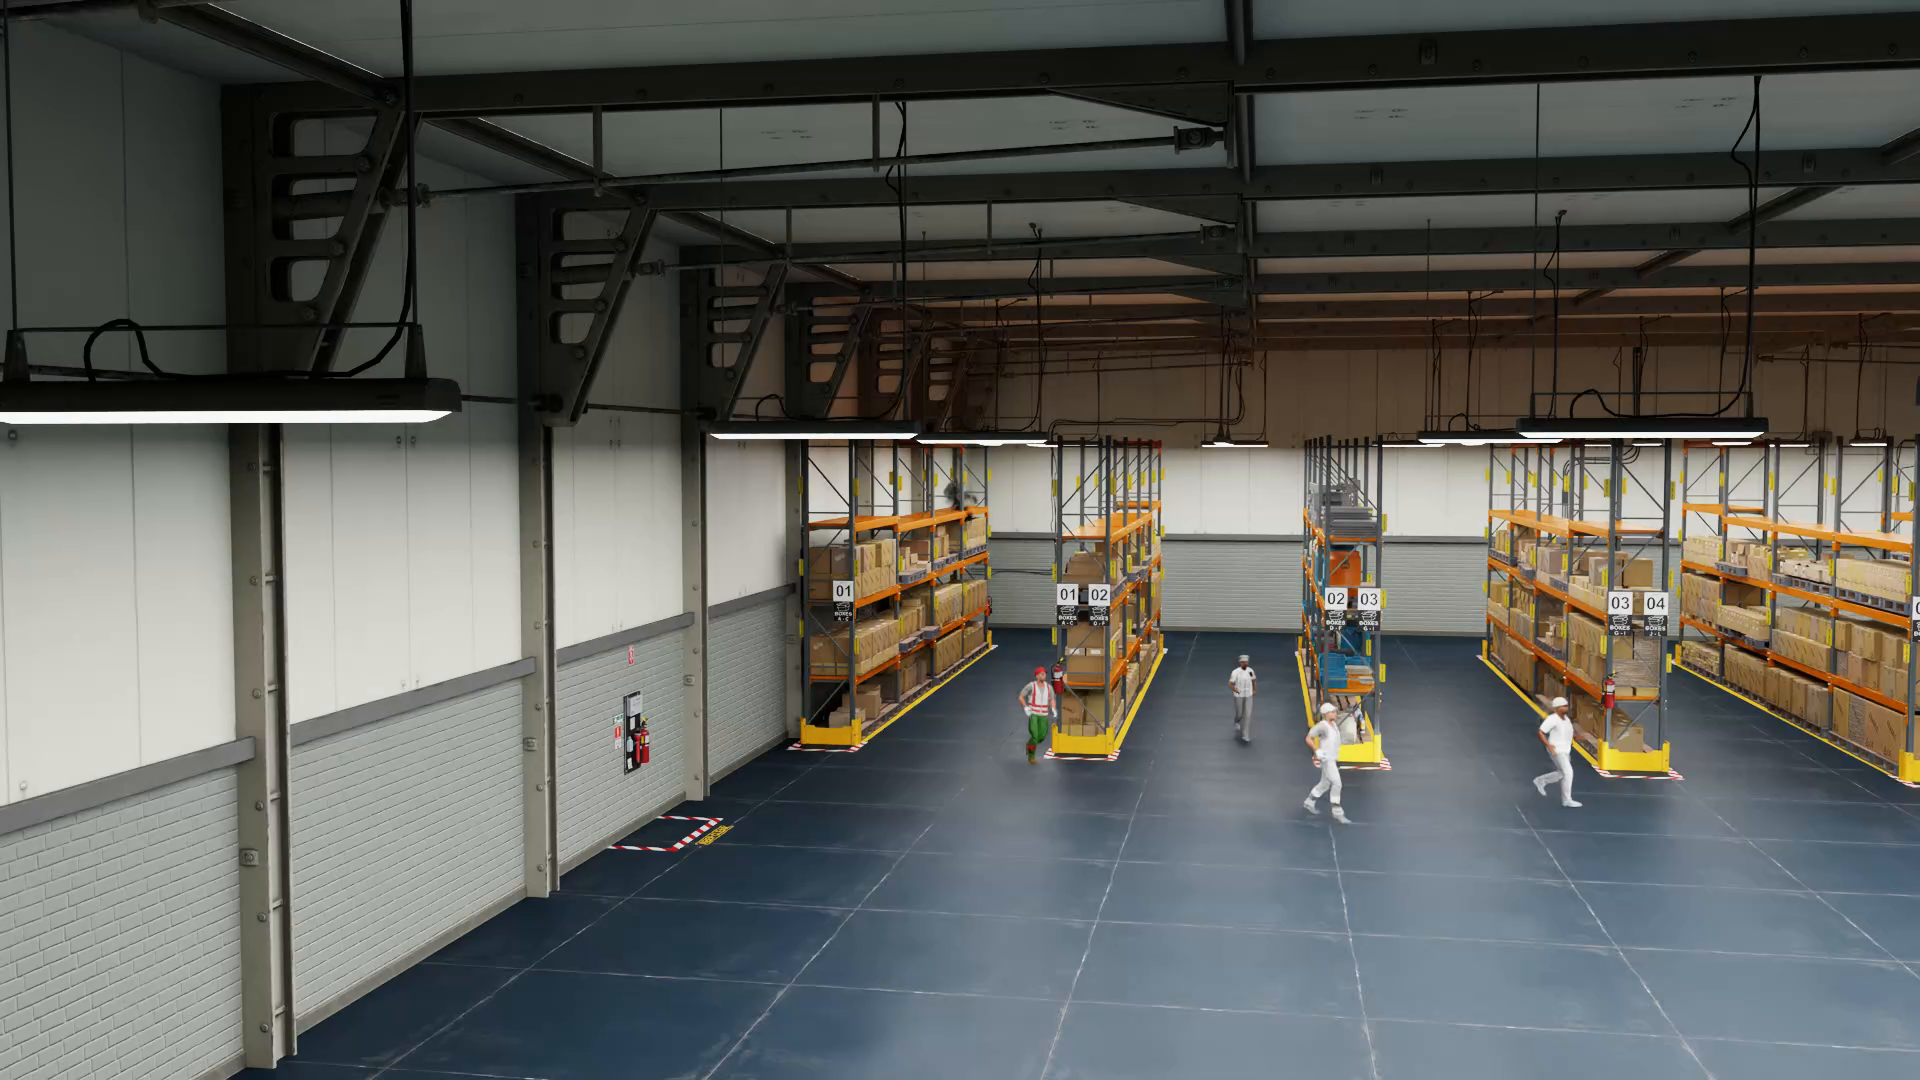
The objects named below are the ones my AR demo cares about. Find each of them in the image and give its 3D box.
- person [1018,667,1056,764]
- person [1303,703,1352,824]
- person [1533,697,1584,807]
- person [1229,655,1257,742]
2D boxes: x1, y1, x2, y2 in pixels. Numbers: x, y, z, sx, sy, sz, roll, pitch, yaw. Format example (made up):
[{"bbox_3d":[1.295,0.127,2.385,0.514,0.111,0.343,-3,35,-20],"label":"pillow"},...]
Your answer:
[{"bbox_3d":[1.418,3.207,30.575,0.718,1.739,0.564,-1,3,-24],"label":"person"},{"bbox_3d":[5.676,3.427,25.693,0.815,1.824,0.640,2,4,31],"label":"person"},{"bbox_3d":[9.615,3.395,26.781,0.831,1.742,0.705,3,4,44],"label":"person"},{"bbox_3d":[5.623,3.108,32.995,0.586,1.692,0.833,0,3,-1],"label":"person"}]
